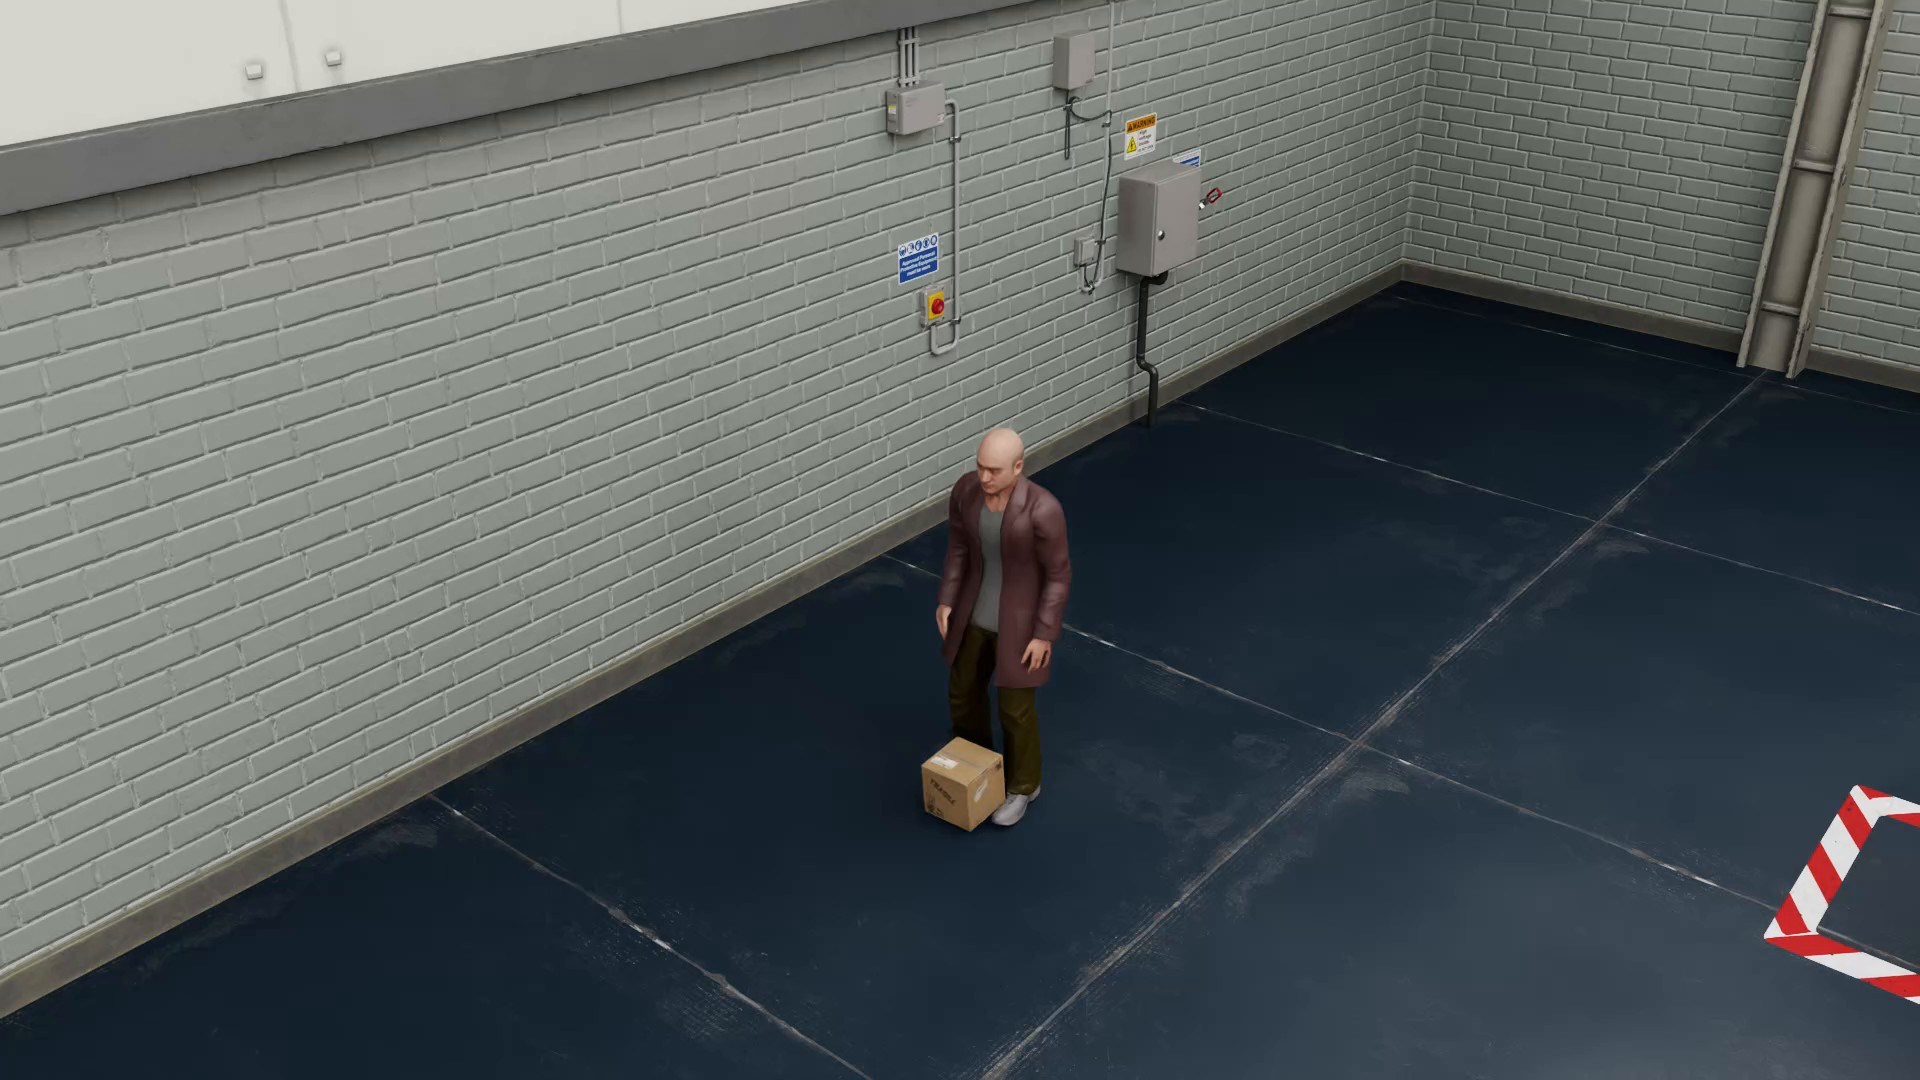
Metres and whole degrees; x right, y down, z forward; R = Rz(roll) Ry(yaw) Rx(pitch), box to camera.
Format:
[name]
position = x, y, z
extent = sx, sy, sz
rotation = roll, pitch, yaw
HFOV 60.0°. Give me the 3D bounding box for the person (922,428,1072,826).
[person]
position = 0.166, 0.340, 6.966
extent = 0.612, 1.774, 0.426
rotation = 19, 33, 33
